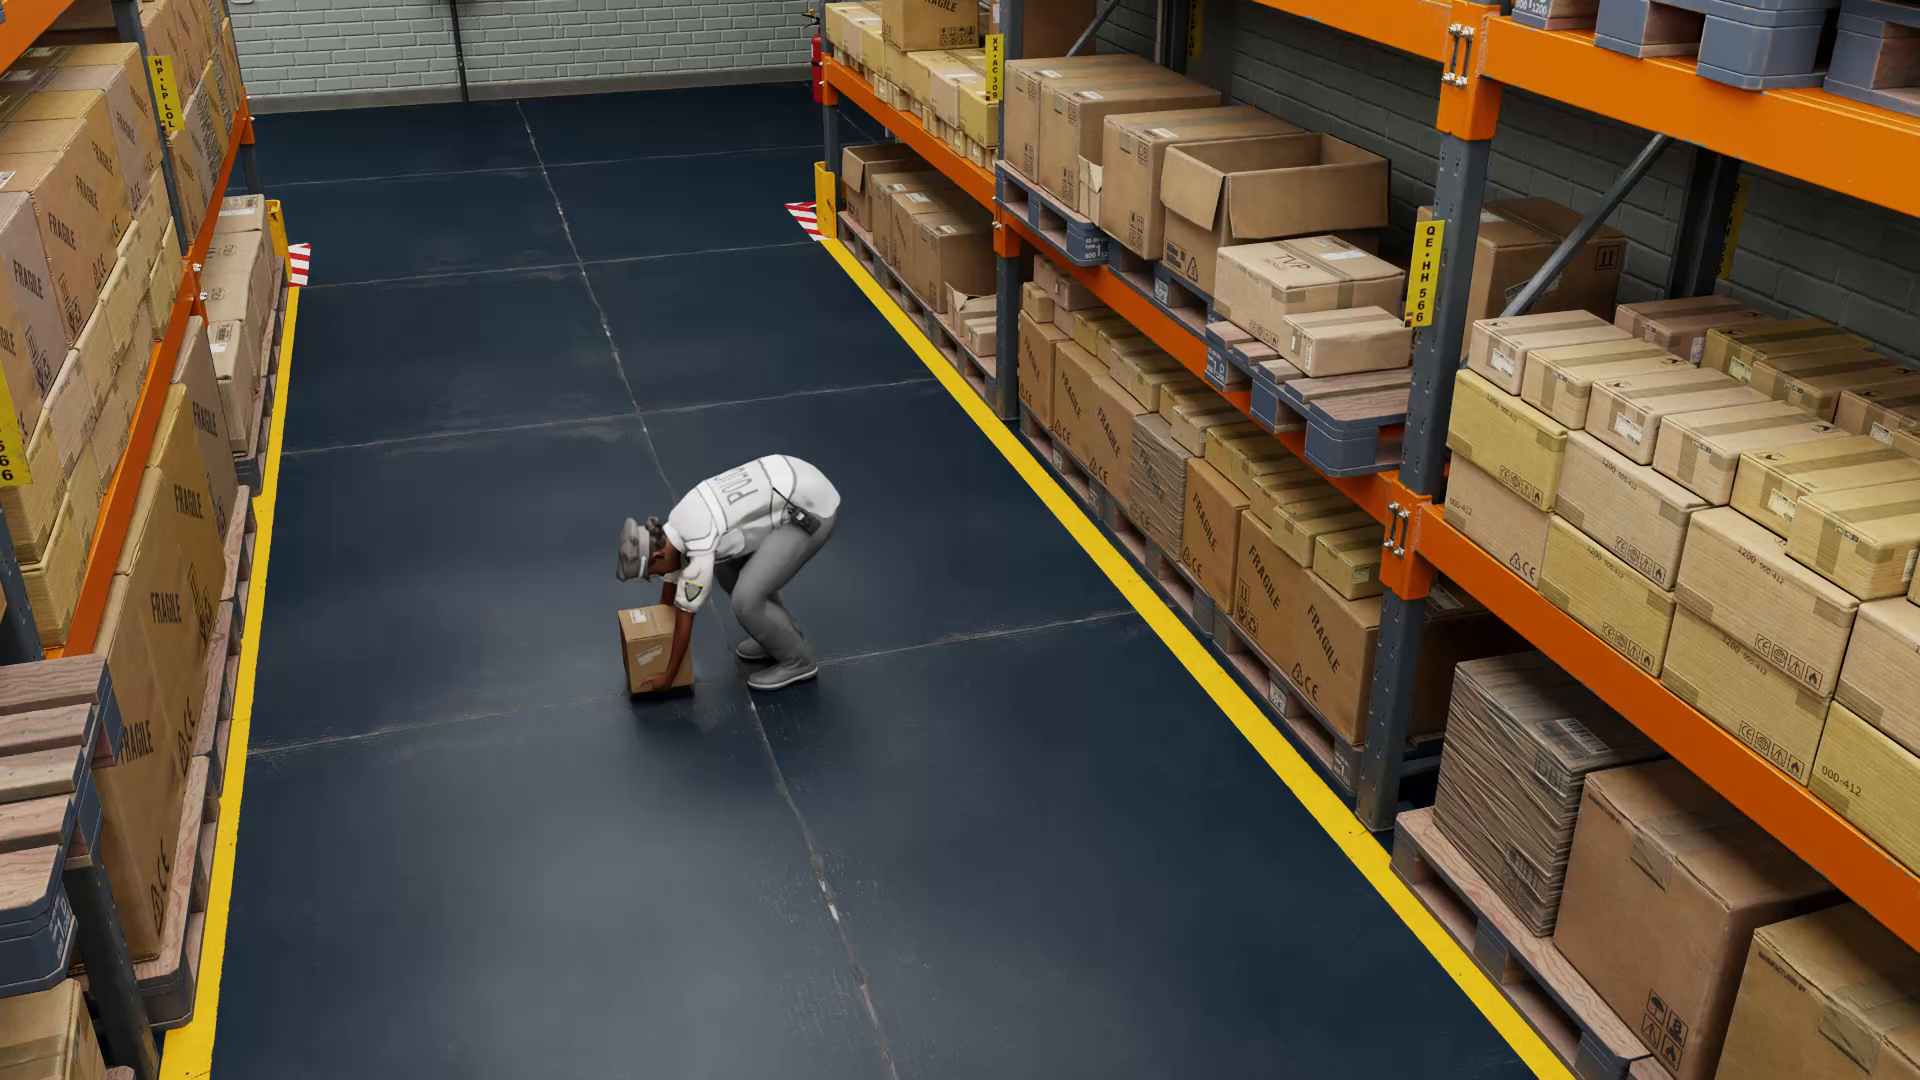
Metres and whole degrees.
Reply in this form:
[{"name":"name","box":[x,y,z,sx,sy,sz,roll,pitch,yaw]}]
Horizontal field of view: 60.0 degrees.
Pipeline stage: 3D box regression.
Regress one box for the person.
[{"name":"person","box":[-0.920,0.147,6.669,0.904,0.908,0.465,-9,28,-17]}]
